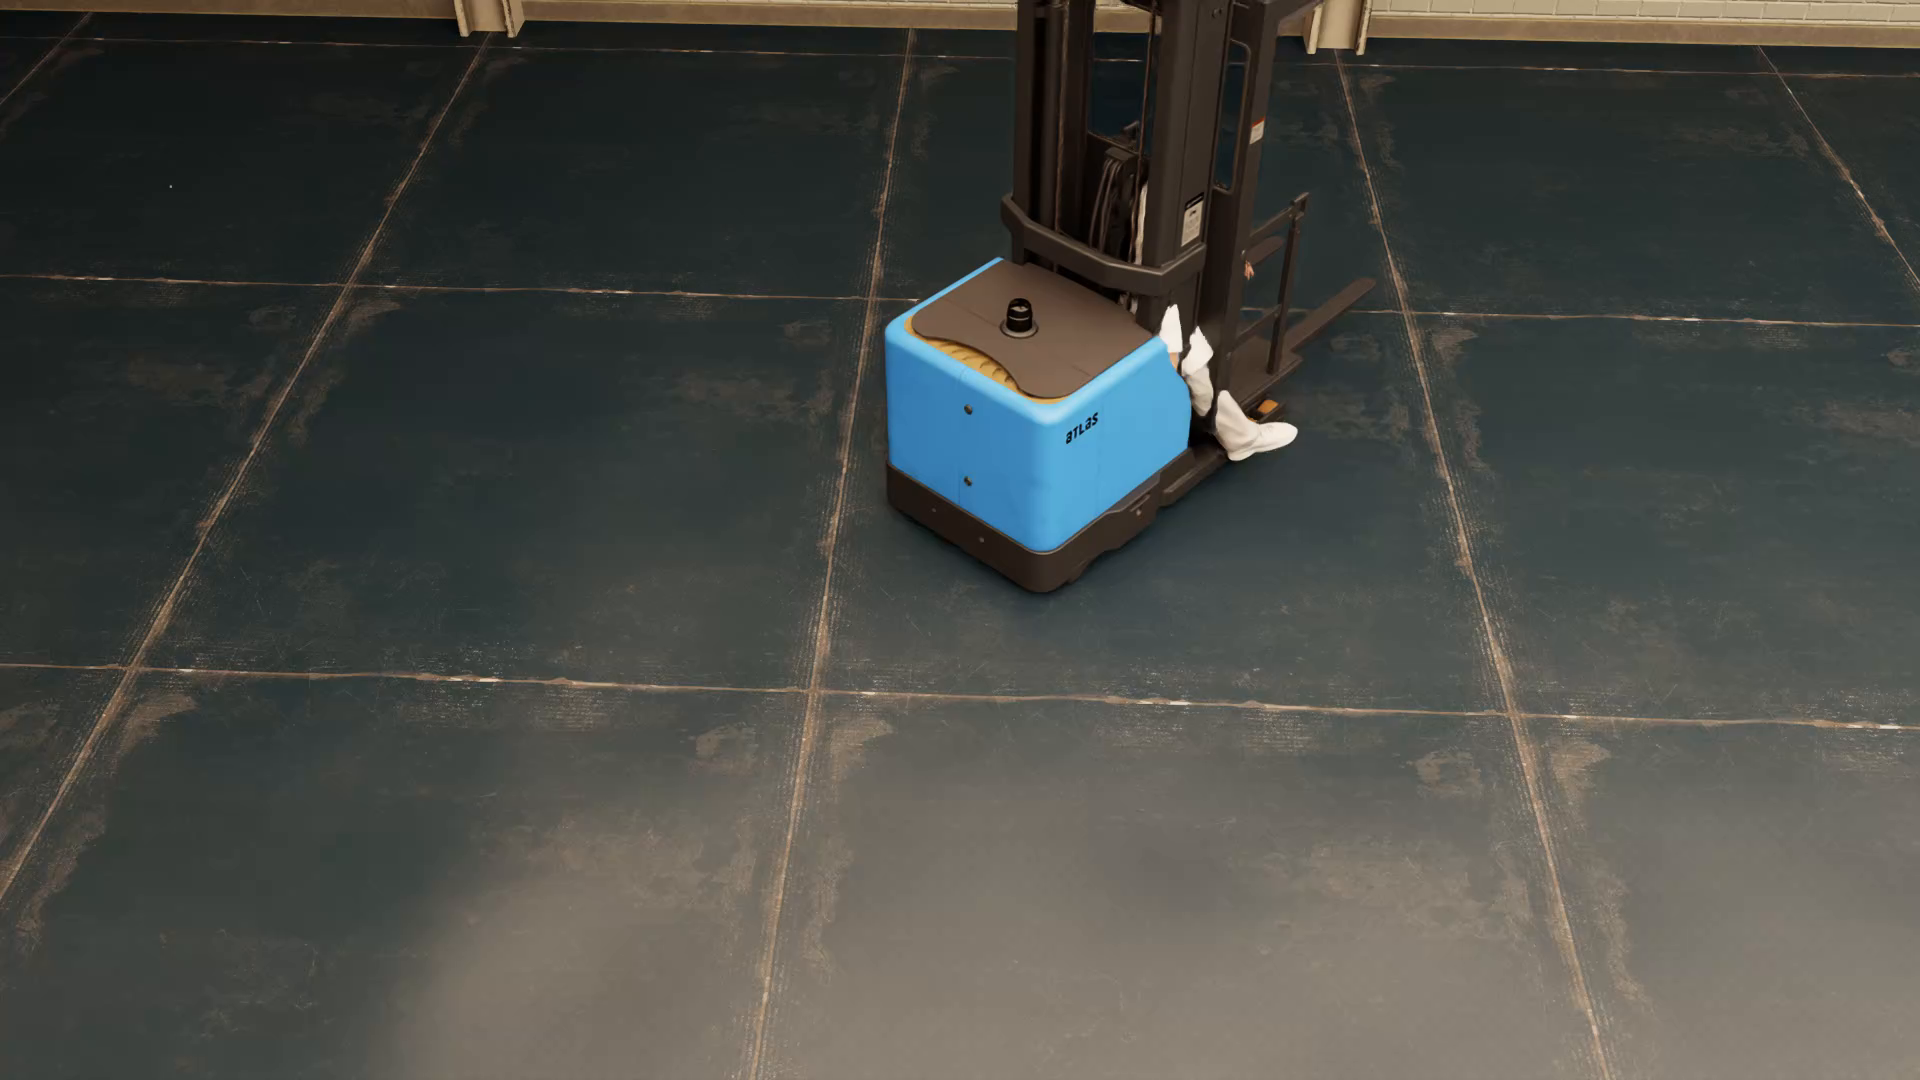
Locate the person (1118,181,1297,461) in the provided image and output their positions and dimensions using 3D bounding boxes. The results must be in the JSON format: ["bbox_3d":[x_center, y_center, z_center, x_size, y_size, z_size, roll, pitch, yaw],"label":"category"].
[{"bbox_3d":[1.094,-1.081,7.772,1.074,1.686,0.855,-3,42,-3],"label":"person"}]

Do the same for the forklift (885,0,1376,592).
[{"bbox_3d":[1.019,-1.750,7.659,1.130,2.935,3.031,32,51,30],"label":"forklift"}]
